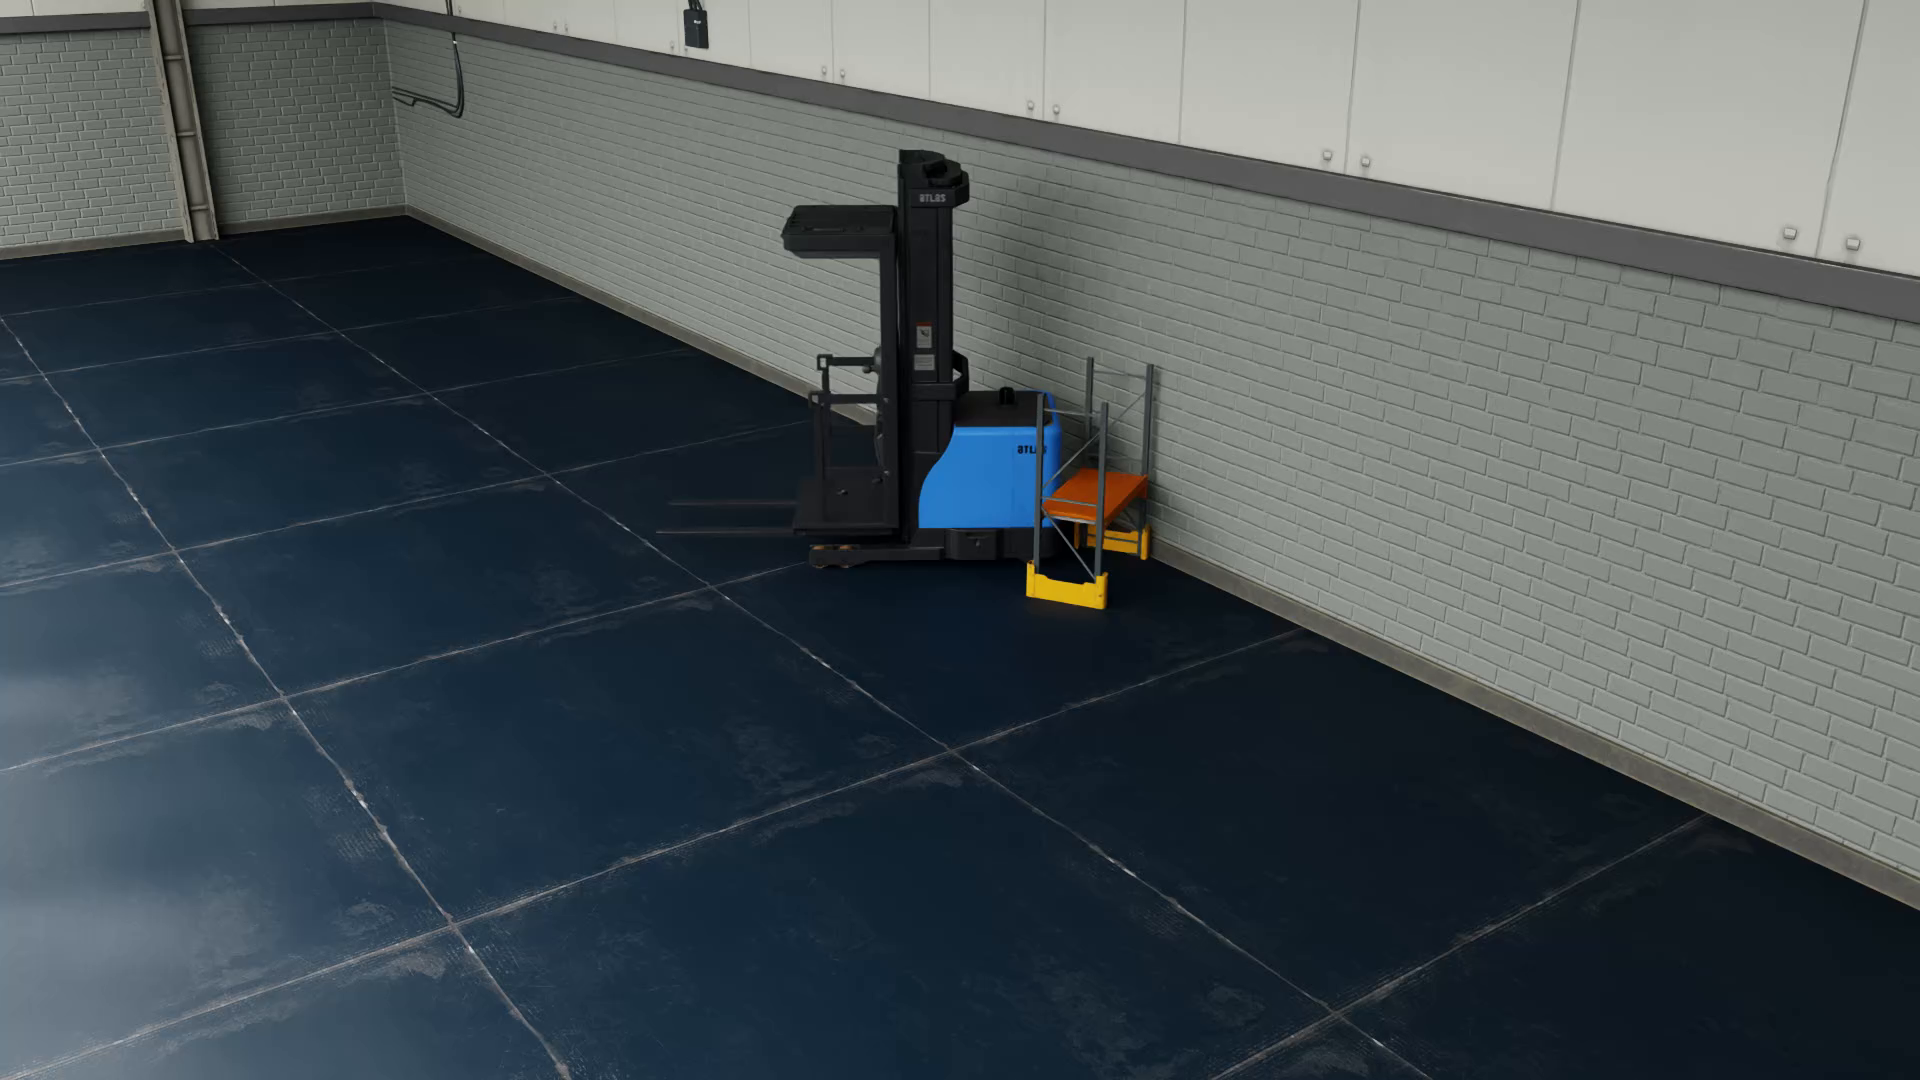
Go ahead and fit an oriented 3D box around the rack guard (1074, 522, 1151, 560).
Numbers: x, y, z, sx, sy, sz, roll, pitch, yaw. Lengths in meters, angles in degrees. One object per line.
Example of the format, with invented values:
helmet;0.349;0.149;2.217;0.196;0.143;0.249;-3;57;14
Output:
rack guard;1.151;-0.024;12.613;0.587;0.250;0.087;9;24;21

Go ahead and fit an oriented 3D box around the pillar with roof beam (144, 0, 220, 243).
pillar with roof beam;-8.238;-7.154;18.682;0.400;9.000;9.100;-15;26;-33

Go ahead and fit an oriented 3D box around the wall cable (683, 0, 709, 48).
wall cable;-2.057;-7.409;14.733;0.169;6.003;2.305;-15;26;-33

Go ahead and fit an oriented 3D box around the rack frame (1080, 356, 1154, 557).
rack frame;1.162;-0.610;12.397;0.500;1.500;0.032;9;24;21

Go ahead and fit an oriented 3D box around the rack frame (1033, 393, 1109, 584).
rack frame;0.759;-0.264;11.530;0.500;1.500;0.032;9;24;21

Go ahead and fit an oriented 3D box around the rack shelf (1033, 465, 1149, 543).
rack shelf;0.960;-0.270;12.030;0.538;0.185;1.000;9;24;21

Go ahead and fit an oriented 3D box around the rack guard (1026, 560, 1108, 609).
rack guard;0.756;0.315;11.764;0.587;0.250;0.087;9;24;21

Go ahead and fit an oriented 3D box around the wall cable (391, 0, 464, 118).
wall cable;-7.588;-7.247;23.105;0.112;2.526;3.097;-15;26;-33

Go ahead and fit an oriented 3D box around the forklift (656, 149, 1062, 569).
forklift;-0.768;-1.347;12.316;3.031;2.935;1.130;0;22;-1

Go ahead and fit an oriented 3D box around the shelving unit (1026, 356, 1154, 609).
shelving unit;0.957;-0.434;11.956;0.587;1.500;1.083;9;24;21
